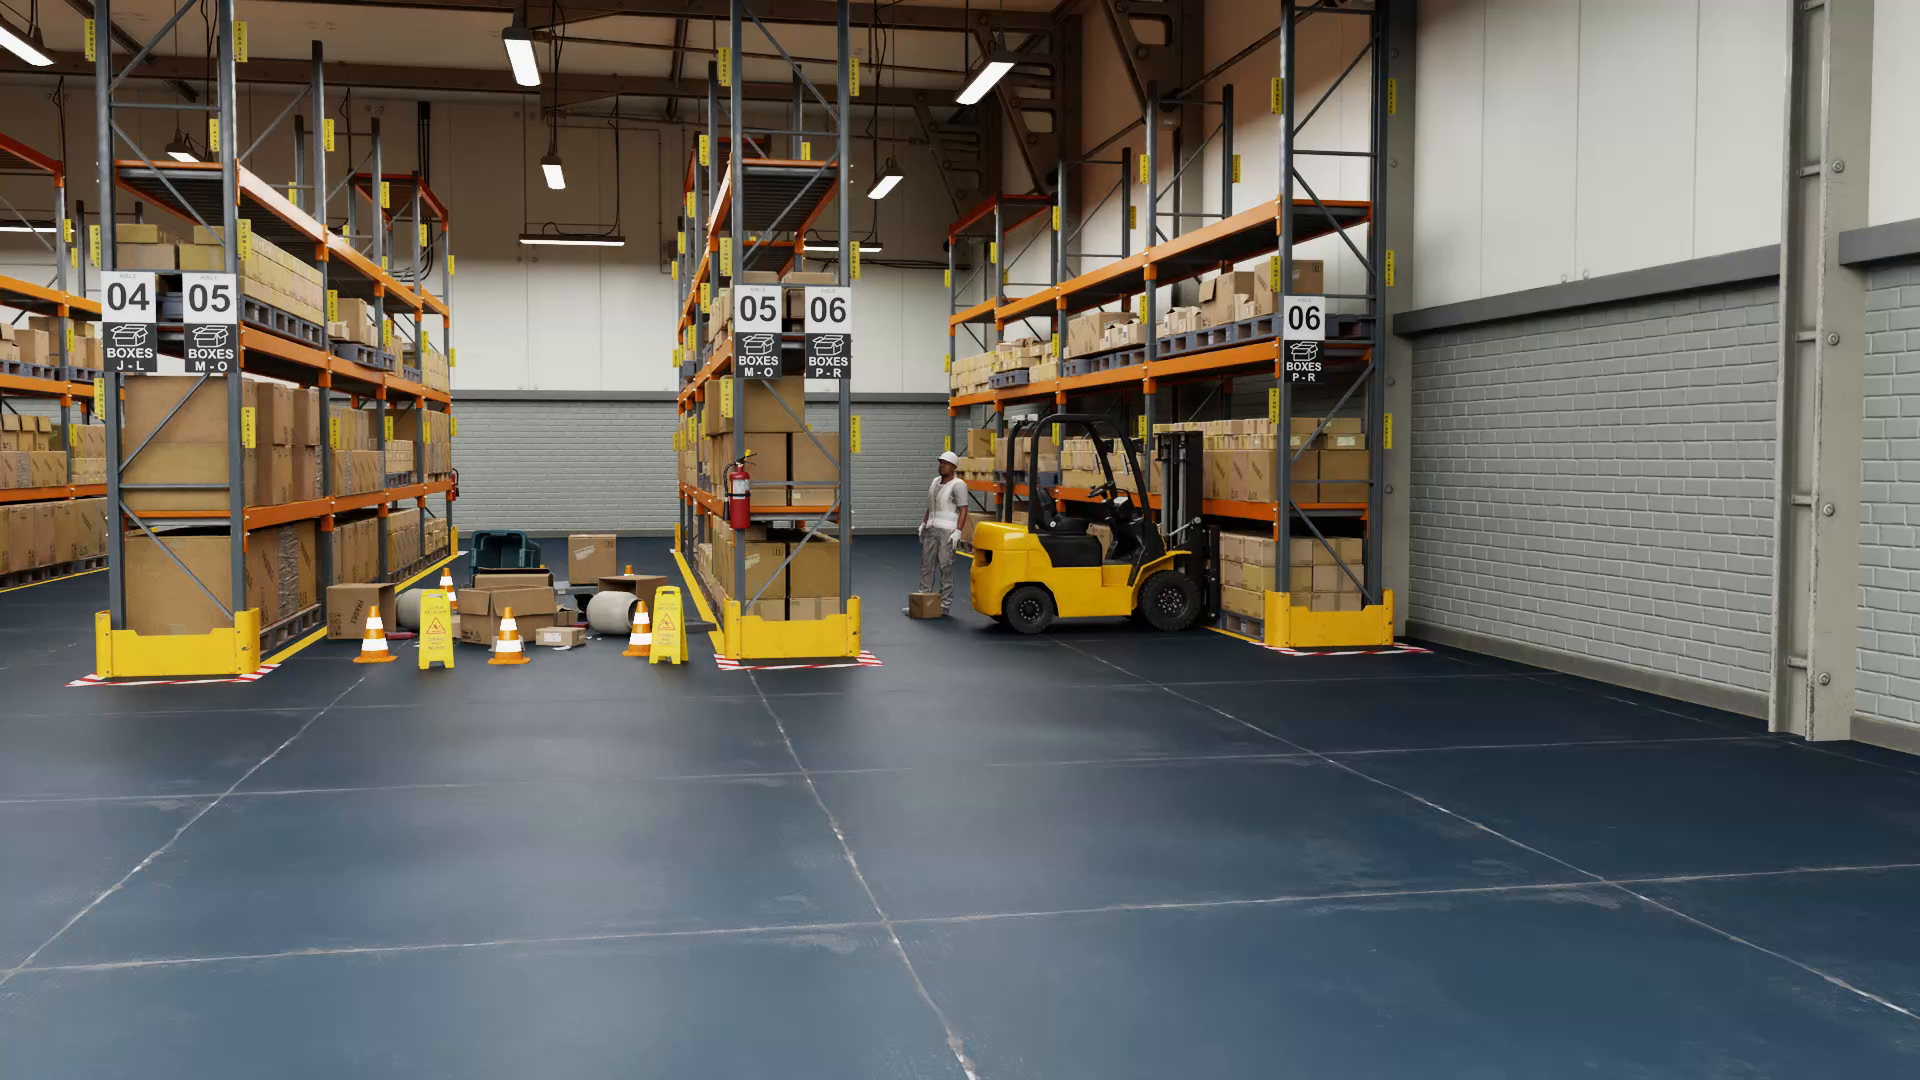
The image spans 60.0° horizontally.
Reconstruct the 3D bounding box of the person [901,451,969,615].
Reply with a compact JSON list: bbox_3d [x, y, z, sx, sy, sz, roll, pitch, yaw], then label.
[{"bbox_3d":[-0.249,-0.072,18.123,0.577,1.776,0.656,-3,4,-40],"label":"person"}]
